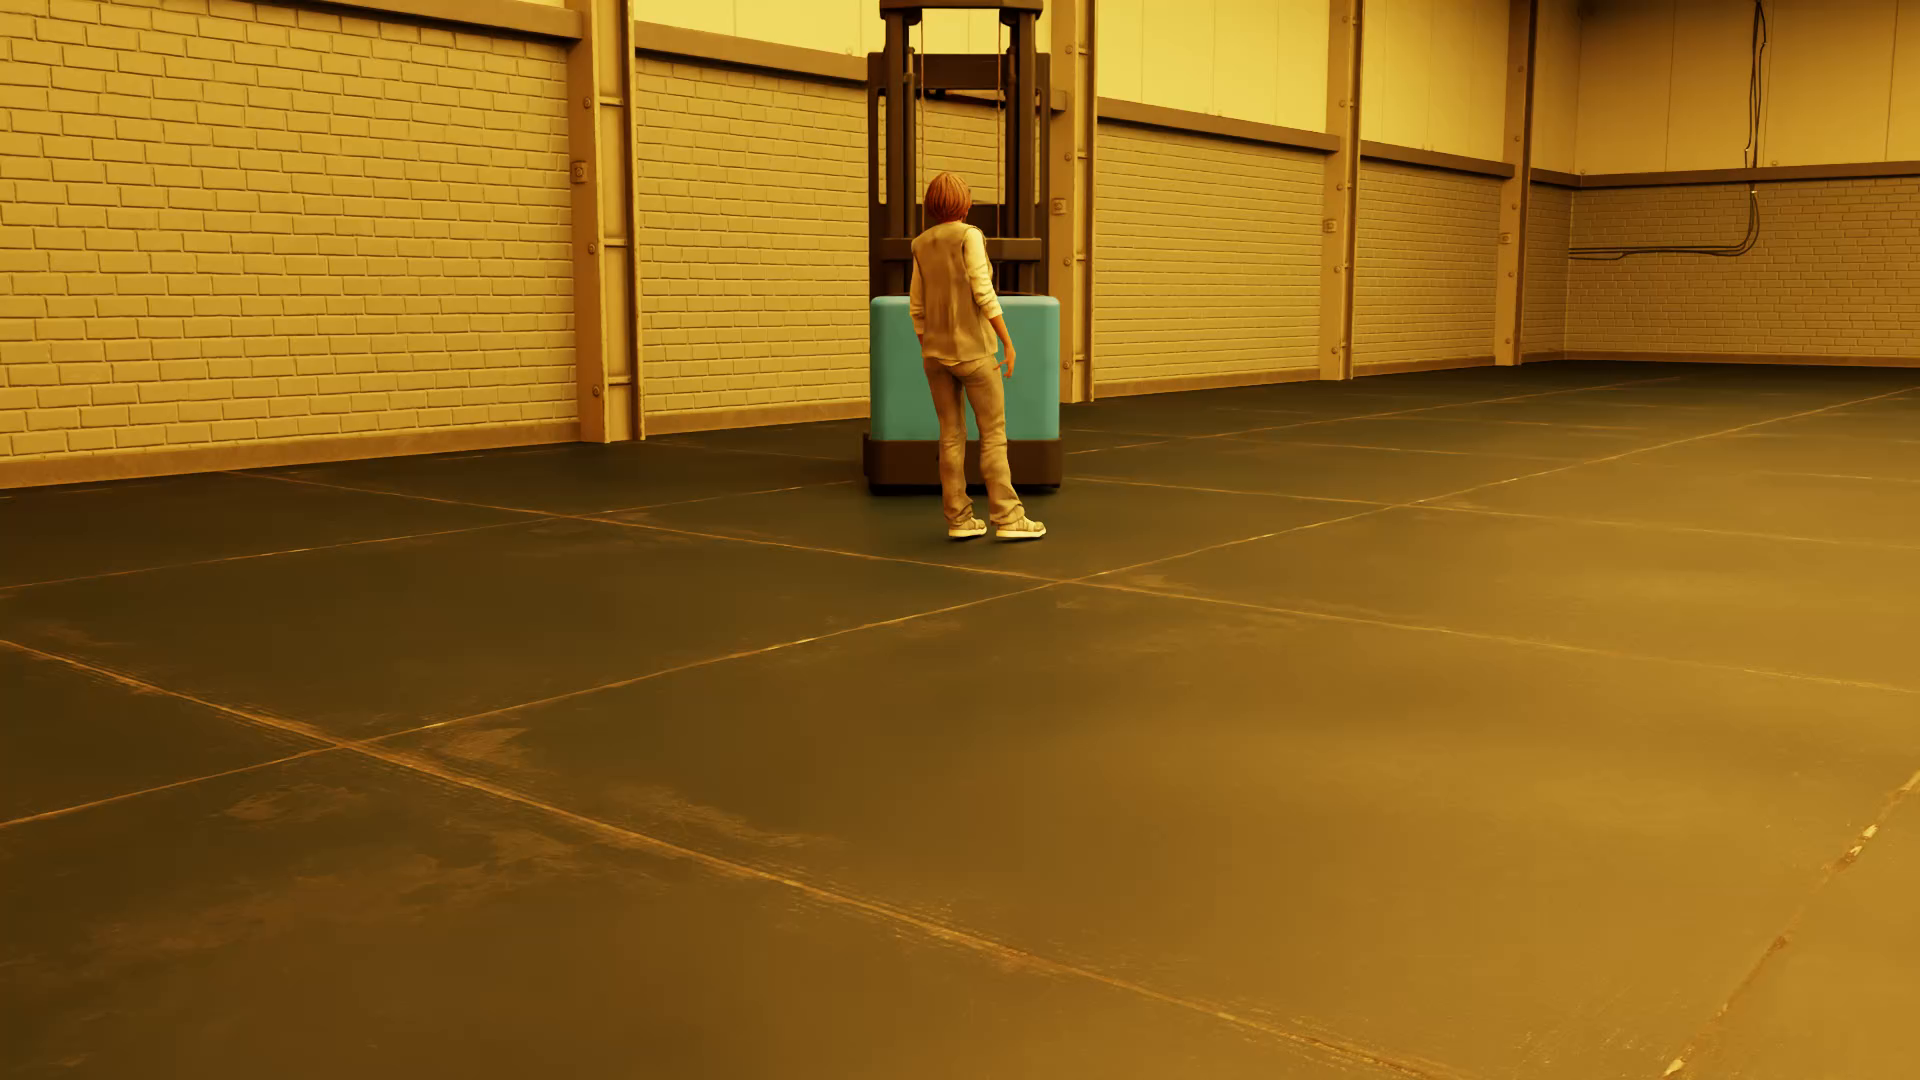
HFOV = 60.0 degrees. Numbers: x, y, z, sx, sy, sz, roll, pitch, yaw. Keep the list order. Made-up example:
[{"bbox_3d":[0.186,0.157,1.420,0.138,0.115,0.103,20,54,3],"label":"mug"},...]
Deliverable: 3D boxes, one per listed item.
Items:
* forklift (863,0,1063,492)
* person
[{"bbox_3d":[-0.014,-1.895,10.234,1.130,2.935,3.031,0,8,-2],"label":"forklift"},{"bbox_3d":[0.057,-0.804,7.336,0.521,1.596,0.475,7,11,38],"label":"person"}]
